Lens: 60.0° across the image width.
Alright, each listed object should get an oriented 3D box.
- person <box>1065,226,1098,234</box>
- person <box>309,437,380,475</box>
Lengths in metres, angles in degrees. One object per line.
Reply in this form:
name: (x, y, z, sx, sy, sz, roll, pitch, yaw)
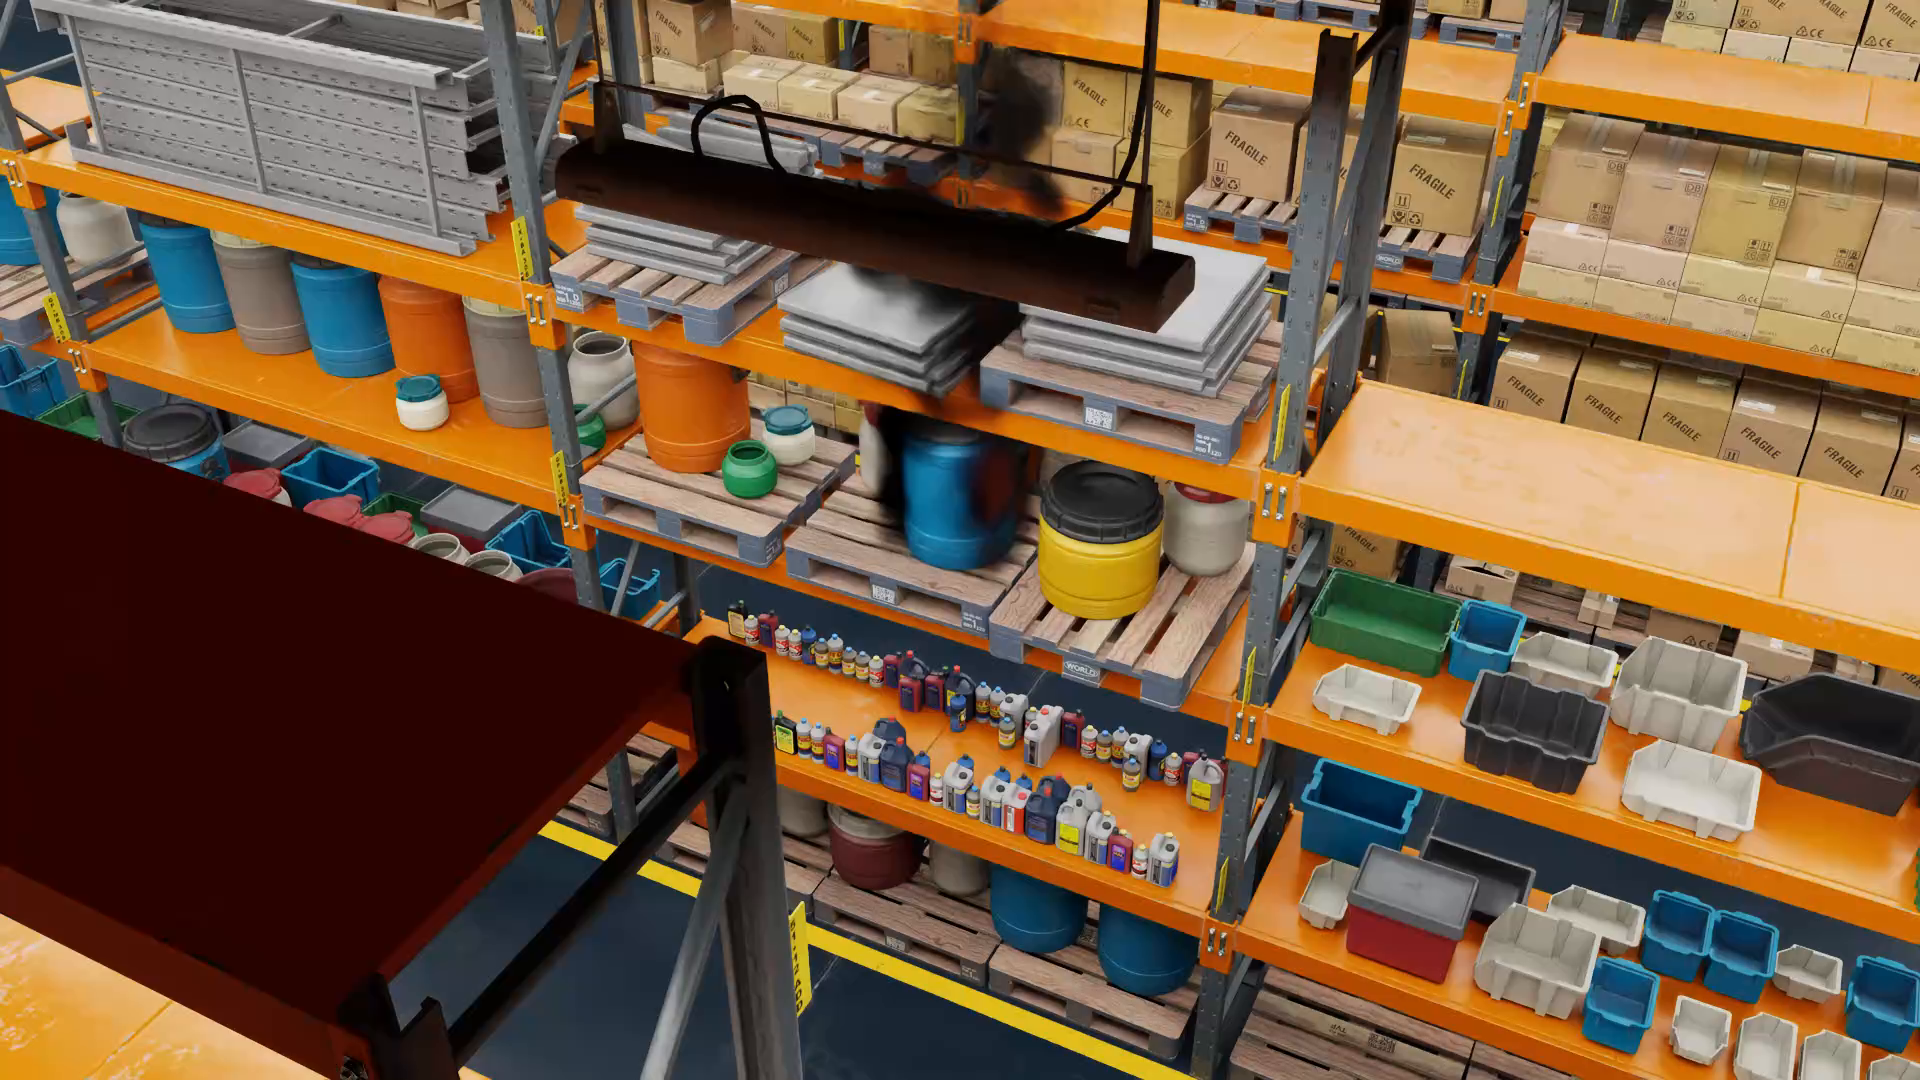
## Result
person: (1.210, -2.718, 16.274, 0.857, 1.715, 0.562, 11, 37, 15)
person: (-5.466, -1.207, 14.083, 1.011, 1.758, 0.716, 11, 37, 16)
